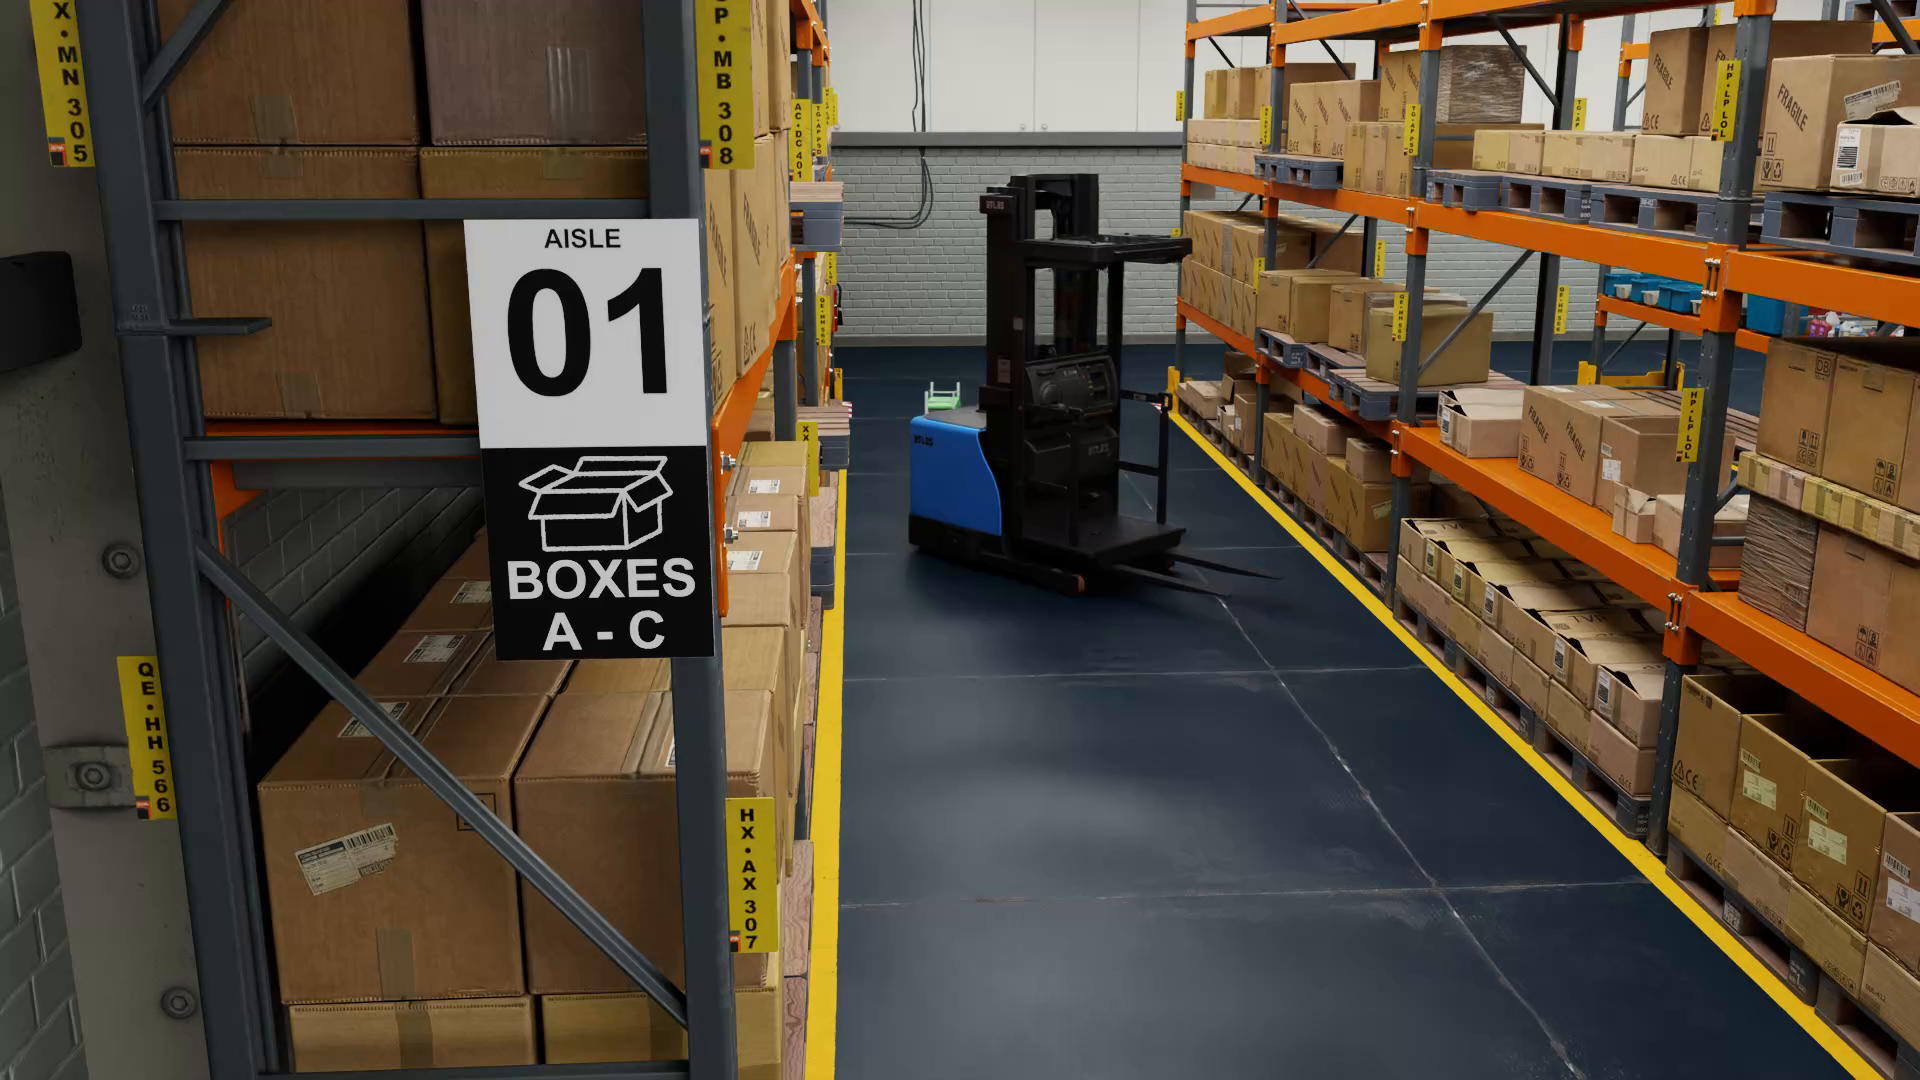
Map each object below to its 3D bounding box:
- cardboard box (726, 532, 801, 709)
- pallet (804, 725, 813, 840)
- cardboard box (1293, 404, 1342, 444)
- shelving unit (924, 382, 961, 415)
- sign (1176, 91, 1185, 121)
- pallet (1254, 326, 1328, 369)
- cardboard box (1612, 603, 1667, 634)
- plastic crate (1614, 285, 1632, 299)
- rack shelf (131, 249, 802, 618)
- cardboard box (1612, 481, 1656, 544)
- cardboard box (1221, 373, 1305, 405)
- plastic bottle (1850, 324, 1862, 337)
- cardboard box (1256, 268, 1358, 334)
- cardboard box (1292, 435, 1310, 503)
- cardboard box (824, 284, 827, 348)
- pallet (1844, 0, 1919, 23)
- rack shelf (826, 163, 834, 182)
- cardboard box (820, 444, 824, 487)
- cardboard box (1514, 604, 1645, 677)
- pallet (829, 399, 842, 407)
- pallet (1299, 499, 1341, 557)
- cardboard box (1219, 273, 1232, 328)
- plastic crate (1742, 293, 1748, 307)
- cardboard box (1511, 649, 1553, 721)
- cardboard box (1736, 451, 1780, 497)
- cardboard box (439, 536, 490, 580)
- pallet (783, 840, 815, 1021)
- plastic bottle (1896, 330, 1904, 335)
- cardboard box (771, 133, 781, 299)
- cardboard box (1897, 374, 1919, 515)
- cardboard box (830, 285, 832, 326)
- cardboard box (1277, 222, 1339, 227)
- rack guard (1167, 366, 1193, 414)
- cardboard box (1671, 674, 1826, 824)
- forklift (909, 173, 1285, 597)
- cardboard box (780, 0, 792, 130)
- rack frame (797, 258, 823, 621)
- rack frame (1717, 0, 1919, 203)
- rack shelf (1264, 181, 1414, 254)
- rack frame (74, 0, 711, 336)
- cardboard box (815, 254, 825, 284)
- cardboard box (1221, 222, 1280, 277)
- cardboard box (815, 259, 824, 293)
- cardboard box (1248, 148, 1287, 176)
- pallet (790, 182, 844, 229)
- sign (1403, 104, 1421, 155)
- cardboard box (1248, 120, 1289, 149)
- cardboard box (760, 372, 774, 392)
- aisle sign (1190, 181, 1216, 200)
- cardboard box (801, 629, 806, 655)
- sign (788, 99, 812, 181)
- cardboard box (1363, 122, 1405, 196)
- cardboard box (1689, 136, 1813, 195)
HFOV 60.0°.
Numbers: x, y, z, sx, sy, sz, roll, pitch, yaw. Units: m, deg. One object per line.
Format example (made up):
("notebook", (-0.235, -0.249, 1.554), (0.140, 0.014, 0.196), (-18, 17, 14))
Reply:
("cardboard box", (-0.769, 0.277, 5.185), (0.500, 0.500, 0.500), (0, 14, -2))
("pallet", (-1.246, 1.243, 8.272), (1.003, 0.211, 1.213), (-1, 14, -3))
("cardboard box", (3.100, -0.974, 13.920), (0.500, 0.250, 0.500), (-1, 14, -3))
("shelving unit", (-0.142, -0.669, 13.718), (0.258, 1.200, 0.503), (1, 14, 4))
("sign", (2.462, -4.843, 18.557), (0.100, 0.325, 0.005), (-1, 14, -3))
("pallet", (3.192, -1.688, 14.451), (1.003, 0.211, 1.213), (-1, 14, -3))
("cardboard box", (3.911, 0.505, 9.092), (0.500, 0.311, 0.500), (-1, 14, -5))
("plastic crate", (7.572, -2.805, 18.818), (0.250, 0.136, 0.298), (-1, 14, -3))
("rack shelf", (-1.073, -0.521, 4.955), (1.077, 0.370, 4.000), (-1, 14, -3))
("cardboard box", (3.510, -0.142, 8.329), (0.396, 0.266, 0.258), (-1, 14, -5))
("cardboard box", (3.130, -1.452, 17.278), (0.797, 0.503, 0.637), (-1, 14, -3))
("plastic bottle", (7.847, -1.753, 14.578), (0.097, 0.271, 0.097), (0, 14, 0))
("cardboard box", (3.058, -2.112, 14.670), (0.700, 0.500, 0.500), (-6, 16, -22))
("cardboard box", (3.106, -0.603, 13.982), (0.500, 0.500, 0.500), (-1, 14, -3))
("cardboard box", (-1.371, -1.868, 13.929), (0.500, 0.500, 0.500), (-1, 14, -3))
("pallet", (8.278, -4.471, 14.027), (1.003, 0.211, 1.213), (-1, 14, -3))
("rack shelf", (-1.816, -3.505, 16.554), (1.077, 0.370, 4.000), (-1, 14, -3))
("cardboard box", (-1.359, -0.256, 11.973), (0.750, 0.750, 0.750), (-1, 14, -4))
("cardboard box", (3.369, 0.516, 9.053), (0.500, 0.311, 0.500), (-1, 14, -4))
("pallet", (-1.812, -1.350, 18.351), (1.003, 0.211, 1.213), (-1, 14, -3))
("pallet", (3.419, -0.125, 13.587), (1.003, 0.211, 1.213), (-1, 14, -3))
("cardboard box", (2.897, -2.406, 16.656), (0.500, 0.500, 0.500), (-1, 14, -2))
("plastic crate", (8.285, -2.411, 16.994), (0.437, 0.282, 0.530), (-1, 14, -3))
("cardboard box", (3.371, 0.785, 9.130), (0.500, 0.250, 0.500), (-1, 14, -2))
("cardboard box", (3.571, -0.284, 7.108), (0.380, 0.149, 0.250), (-1, 14, -4))
("cardboard box", (-1.279, 0.288, 5.145), (0.500, 0.500, 0.500), (-1, 14, -3))
("pallet", (-1.120, 1.603, 6.873), (1.003, 0.211, 1.213), (-1, 14, -3))
("plastic bottle", (8.053, -1.648, 14.159), (0.152, 0.276, 0.135), (-1, 14, -3))
("cardboard box", (-0.828, -1.040, 5.287), (0.500, 0.500, 0.500), (-1, 15, -6))
("cardboard box", (3.844, -0.308, 5.898), (0.700, 0.500, 0.500), (-1, 14, -3))
("cardboard box", (-1.804, -2.546, 16.802), (0.980, 0.700, 0.700), (-2, 15, -6))
("cardboard box", (3.440, -2.891, 16.537), (0.500, 0.500, 0.500), (-1, 14, -5))
("rack guard", (3.009, -1.746, 19.310), (1.175, 0.500, 0.348), (-1, 14, -3))
("cardboard box", (3.464, 0.894, 7.203), (0.500, 0.500, 0.500), (-1, 14, -3))
("forklift", (0.981, -1.157, 12.142), (1.130, 2.935, 3.031), (-14, 20, -42))
("cardboard box", (-0.850, -1.652, 5.659), (0.500, 0.500, 0.500), (0, 14, 0))
("rack frame", (-1.444, -0.909, 11.039), (1.000, 3.000, 0.127), (-1, 14, -3))
("rack frame", (3.747, -2.897, 6.726), (1.000, 3.000, 0.127), (-1, 14, -3))
("rack shelf", (3.376, -2.588, 12.989), (1.077, 0.370, 4.000), (-1, 14, -3))
("rack frame", (-0.949, -1.825, 2.558), (1.000, 3.000, 0.127), (-1, 14, -3))
("cardboard box", (-1.386, -2.229, 13.829), (0.500, 0.250, 0.500), (-1, 14, -2))
("cardboard box", (2.897, -2.888, 16.524), (0.500, 0.500, 0.500), (-1, 14, -3))
("cardboard box", (-1.354, -2.103, 13.336), (0.500, 0.250, 0.500), (-1, 14, -2))
("cardboard box", (2.956, -3.478, 15.305), (0.500, 0.250, 0.500), (-1, 14, -3))
("pallet", (-1.196, -1.689, 8.427), (1.213, 0.211, 1.003), (-1, 14, -3))
("sign", (2.958, -2.681, 10.871), (0.100, 0.325, 0.005), (-1, 14, -3))
("cardboard box", (2.951, -3.720, 15.242), (0.500, 0.250, 0.500), (-1, 14, -3))
("cardboard box", (-1.293, -0.605, 8.774), (0.700, 0.500, 0.500), (1, 14, 4))
("aisle sign", (2.707, -4.247, 18.797), (0.394, 0.787, 0.004), (-1, 14, -3))
("cardboard box", (-0.842, 0.386, 6.267), (0.500, 0.250, 0.500), (-1, 14, -3))
("sign", (-0.655, -1.627, 6.774), (0.100, 0.325, 0.005), (-1, 14, -3))
("cardboard box", (3.407, -2.722, 11.866), (0.910, 0.500, 0.500), (-1, 14, -3))
("cardboard box", (3.719, -1.728, 7.662), (0.500, 0.250, 0.500), (1, 14, 2))
